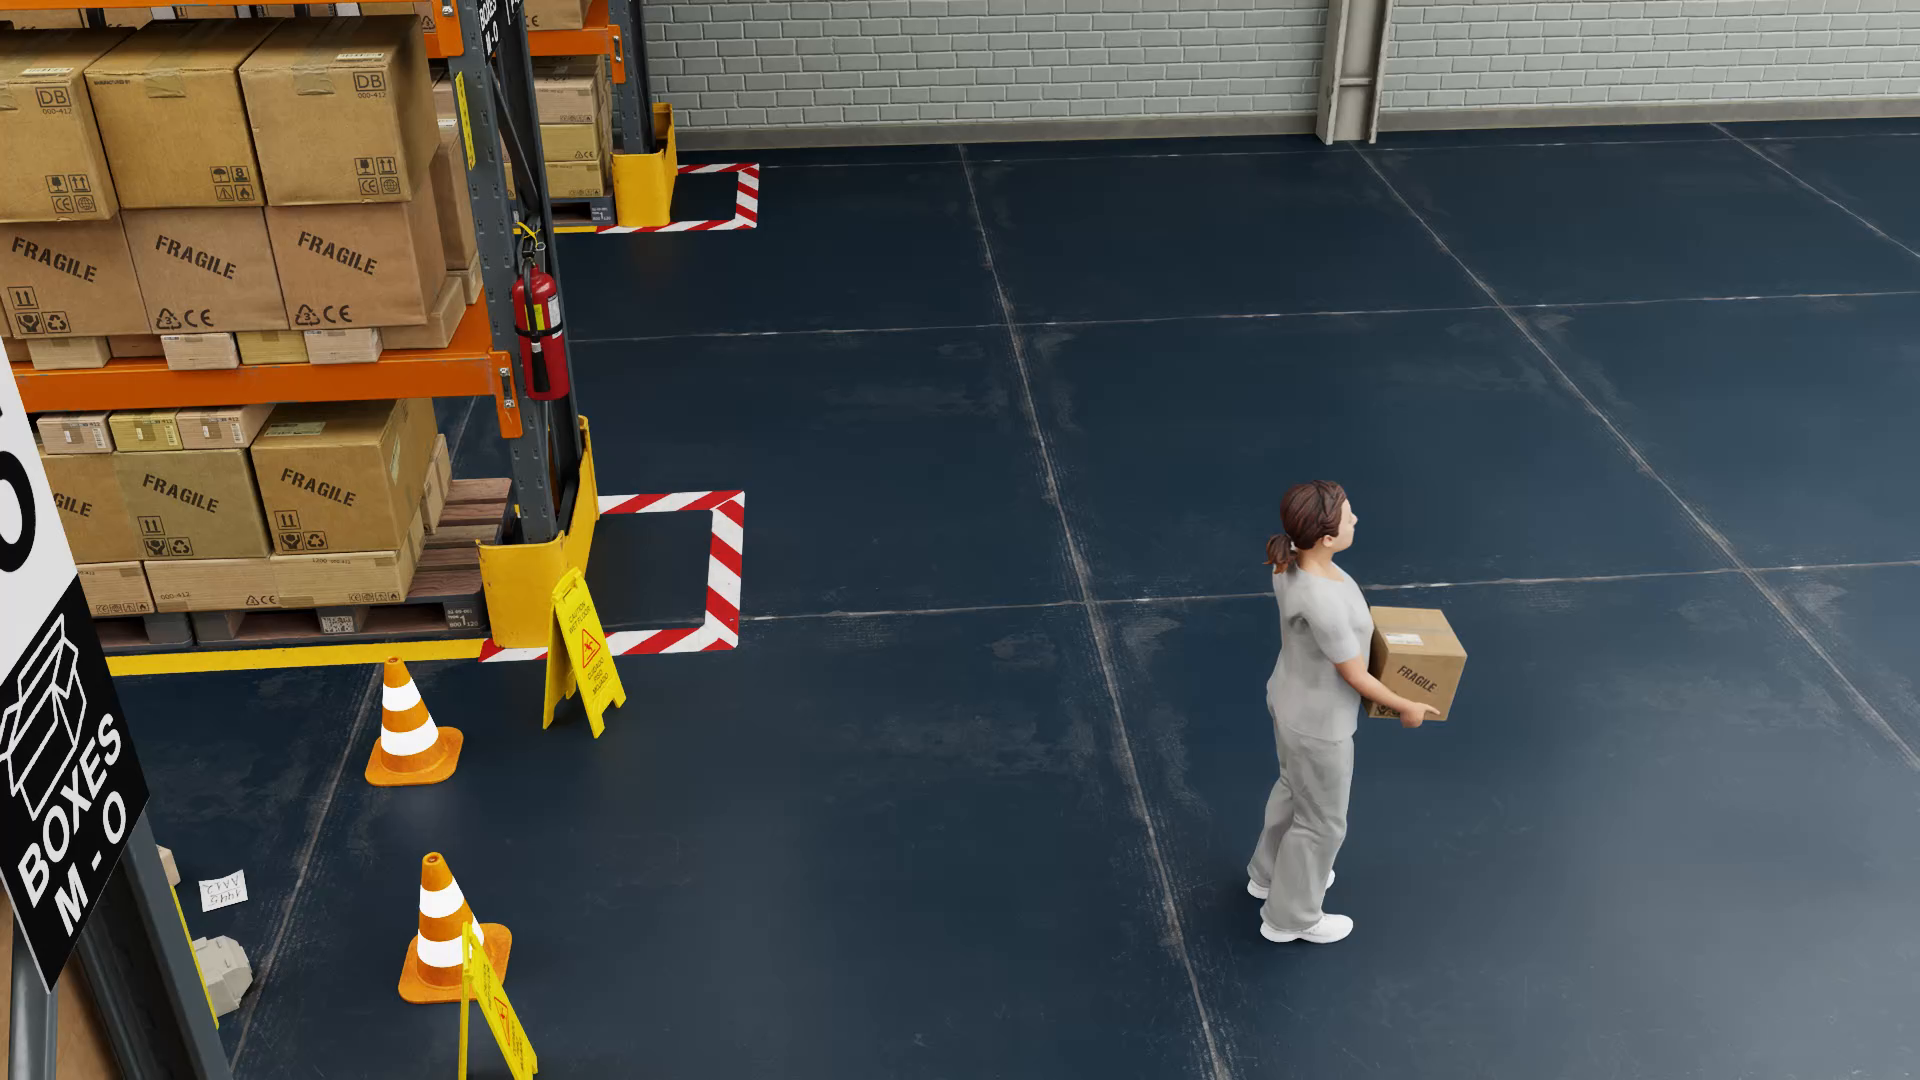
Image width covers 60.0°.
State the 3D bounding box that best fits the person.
[{"bbox_3d":[1.179,0.546,5.245,0.562,1.662,0.437,-2,31,-4],"label":"person"}]
